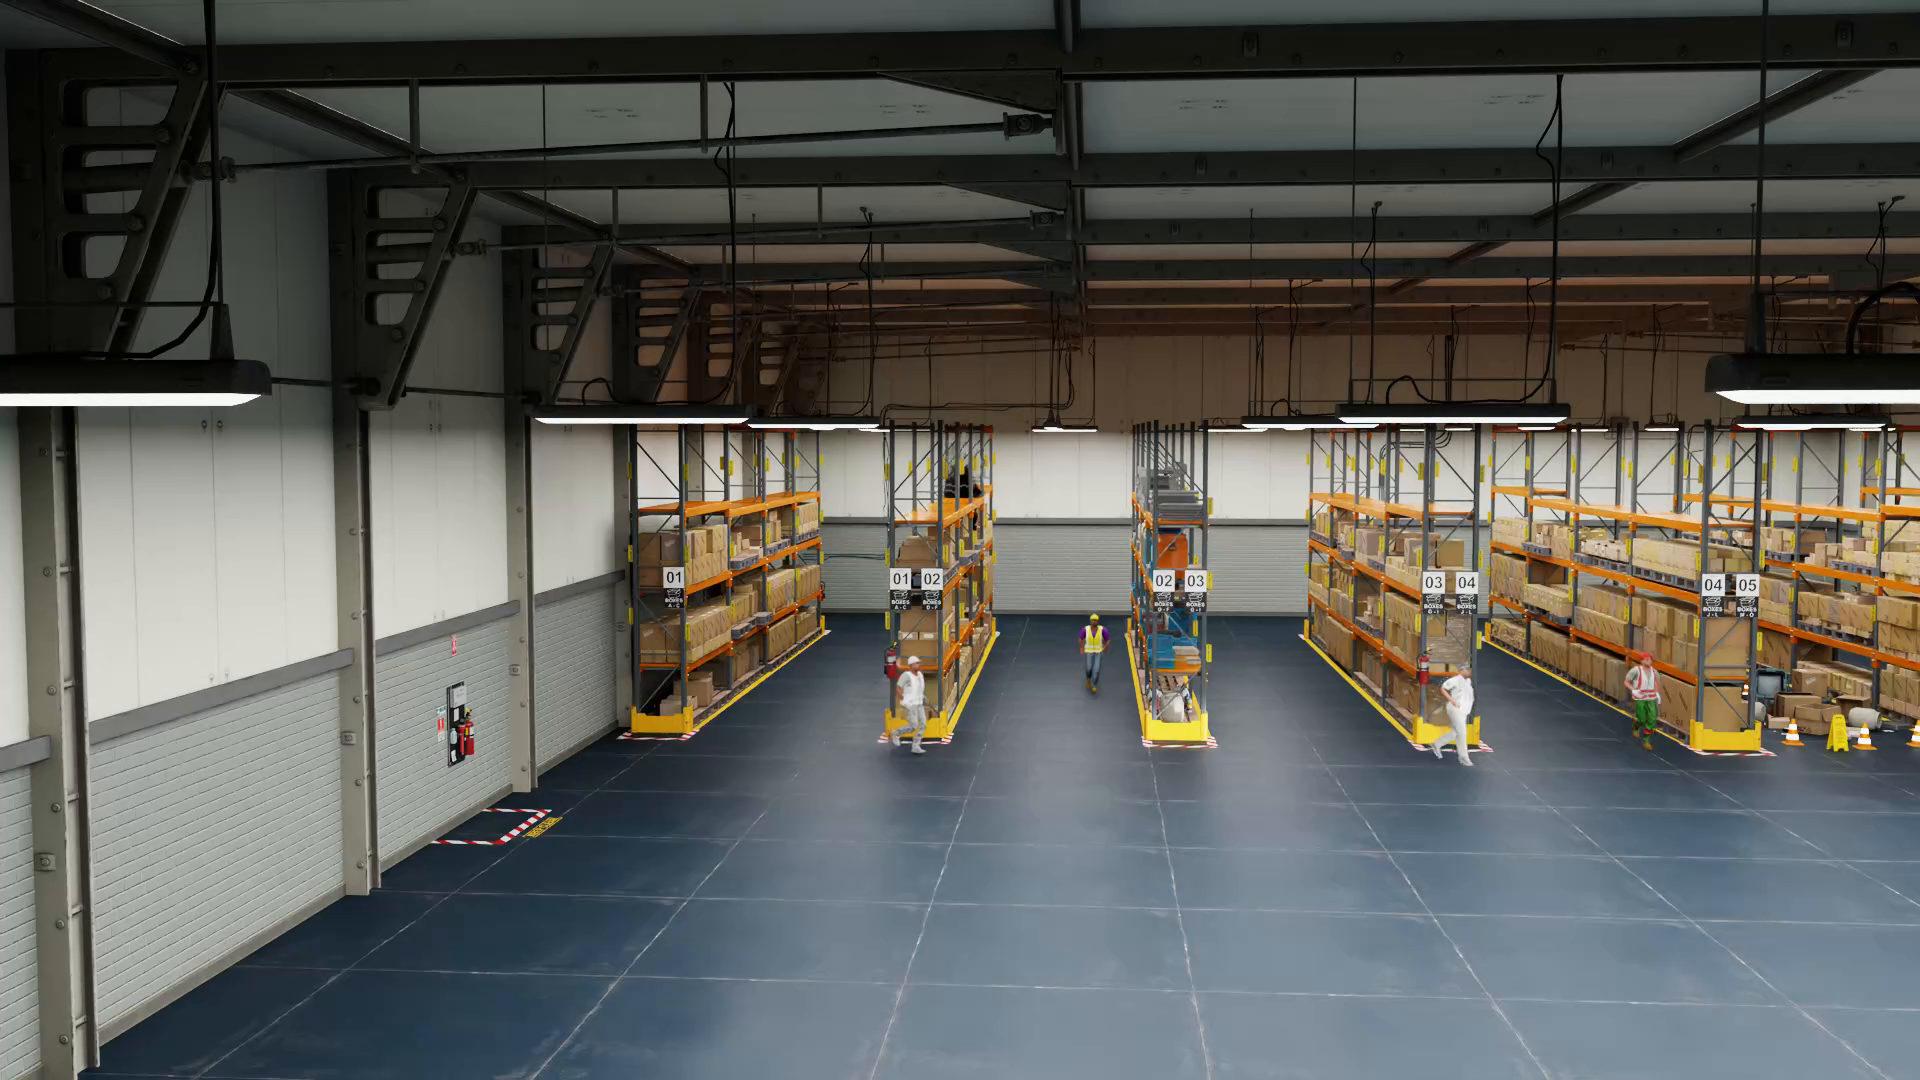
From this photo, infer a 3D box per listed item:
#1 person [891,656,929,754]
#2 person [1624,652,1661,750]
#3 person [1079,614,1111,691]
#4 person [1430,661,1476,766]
[{"bbox_3d":[-0.879,2.957,30.000,0.693,1.732,0.718,2,4,33],"label":"person"},{"bbox_3d":[12.545,2.926,30.521,0.696,1.759,0.662,0,4,-2],"label":"person"},{"bbox_3d":[2.999,2.513,37.035,0.710,1.730,0.573,0,4,3],"label":"person"},{"bbox_3d":[8.753,3.014,29.206,0.689,1.797,0.917,-3,5,-44],"label":"person"}]
